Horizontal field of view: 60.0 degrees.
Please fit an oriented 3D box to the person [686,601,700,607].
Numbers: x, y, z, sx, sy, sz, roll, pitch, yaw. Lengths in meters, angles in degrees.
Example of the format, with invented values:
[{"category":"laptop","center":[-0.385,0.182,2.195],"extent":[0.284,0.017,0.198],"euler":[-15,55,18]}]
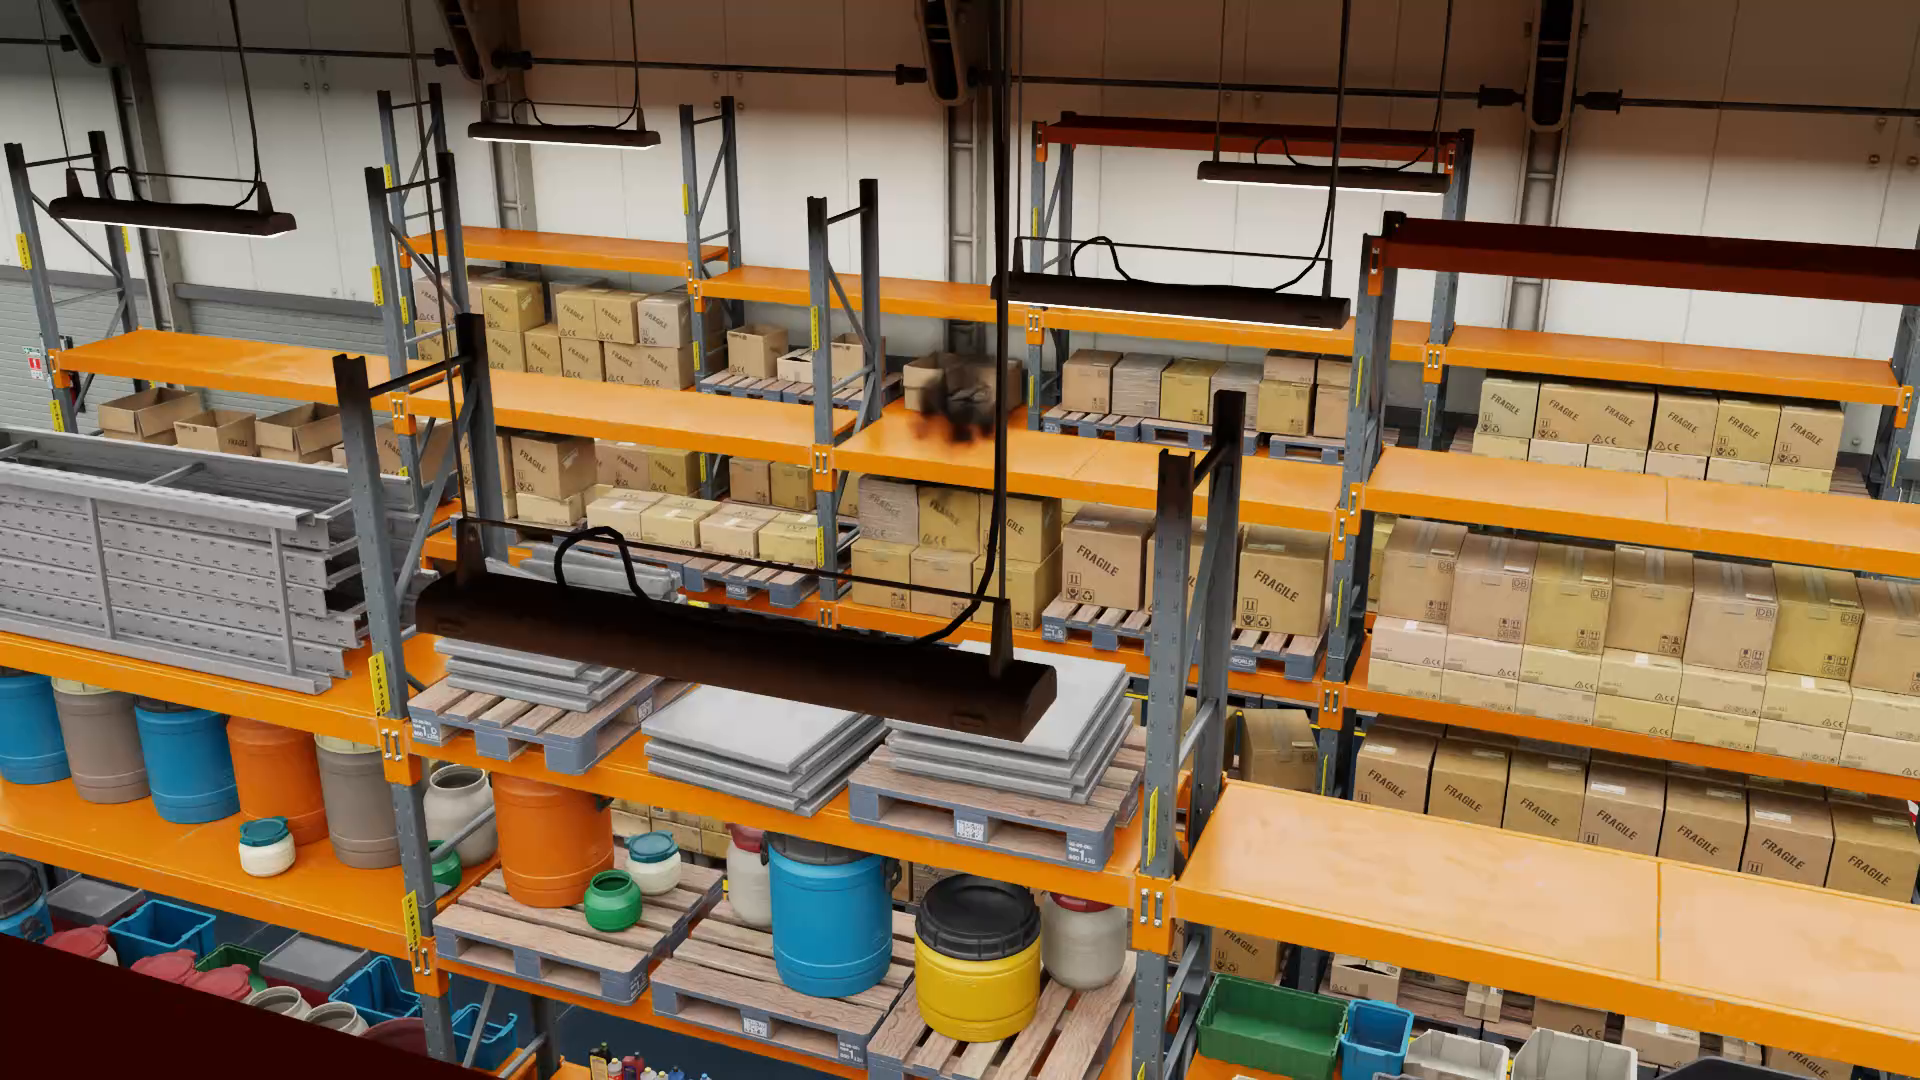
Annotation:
[{"category":"person","center":[-2.852,1.183,16.689],"extent":[0.573,1.718,0.674],"euler":[9,23,22]}]
